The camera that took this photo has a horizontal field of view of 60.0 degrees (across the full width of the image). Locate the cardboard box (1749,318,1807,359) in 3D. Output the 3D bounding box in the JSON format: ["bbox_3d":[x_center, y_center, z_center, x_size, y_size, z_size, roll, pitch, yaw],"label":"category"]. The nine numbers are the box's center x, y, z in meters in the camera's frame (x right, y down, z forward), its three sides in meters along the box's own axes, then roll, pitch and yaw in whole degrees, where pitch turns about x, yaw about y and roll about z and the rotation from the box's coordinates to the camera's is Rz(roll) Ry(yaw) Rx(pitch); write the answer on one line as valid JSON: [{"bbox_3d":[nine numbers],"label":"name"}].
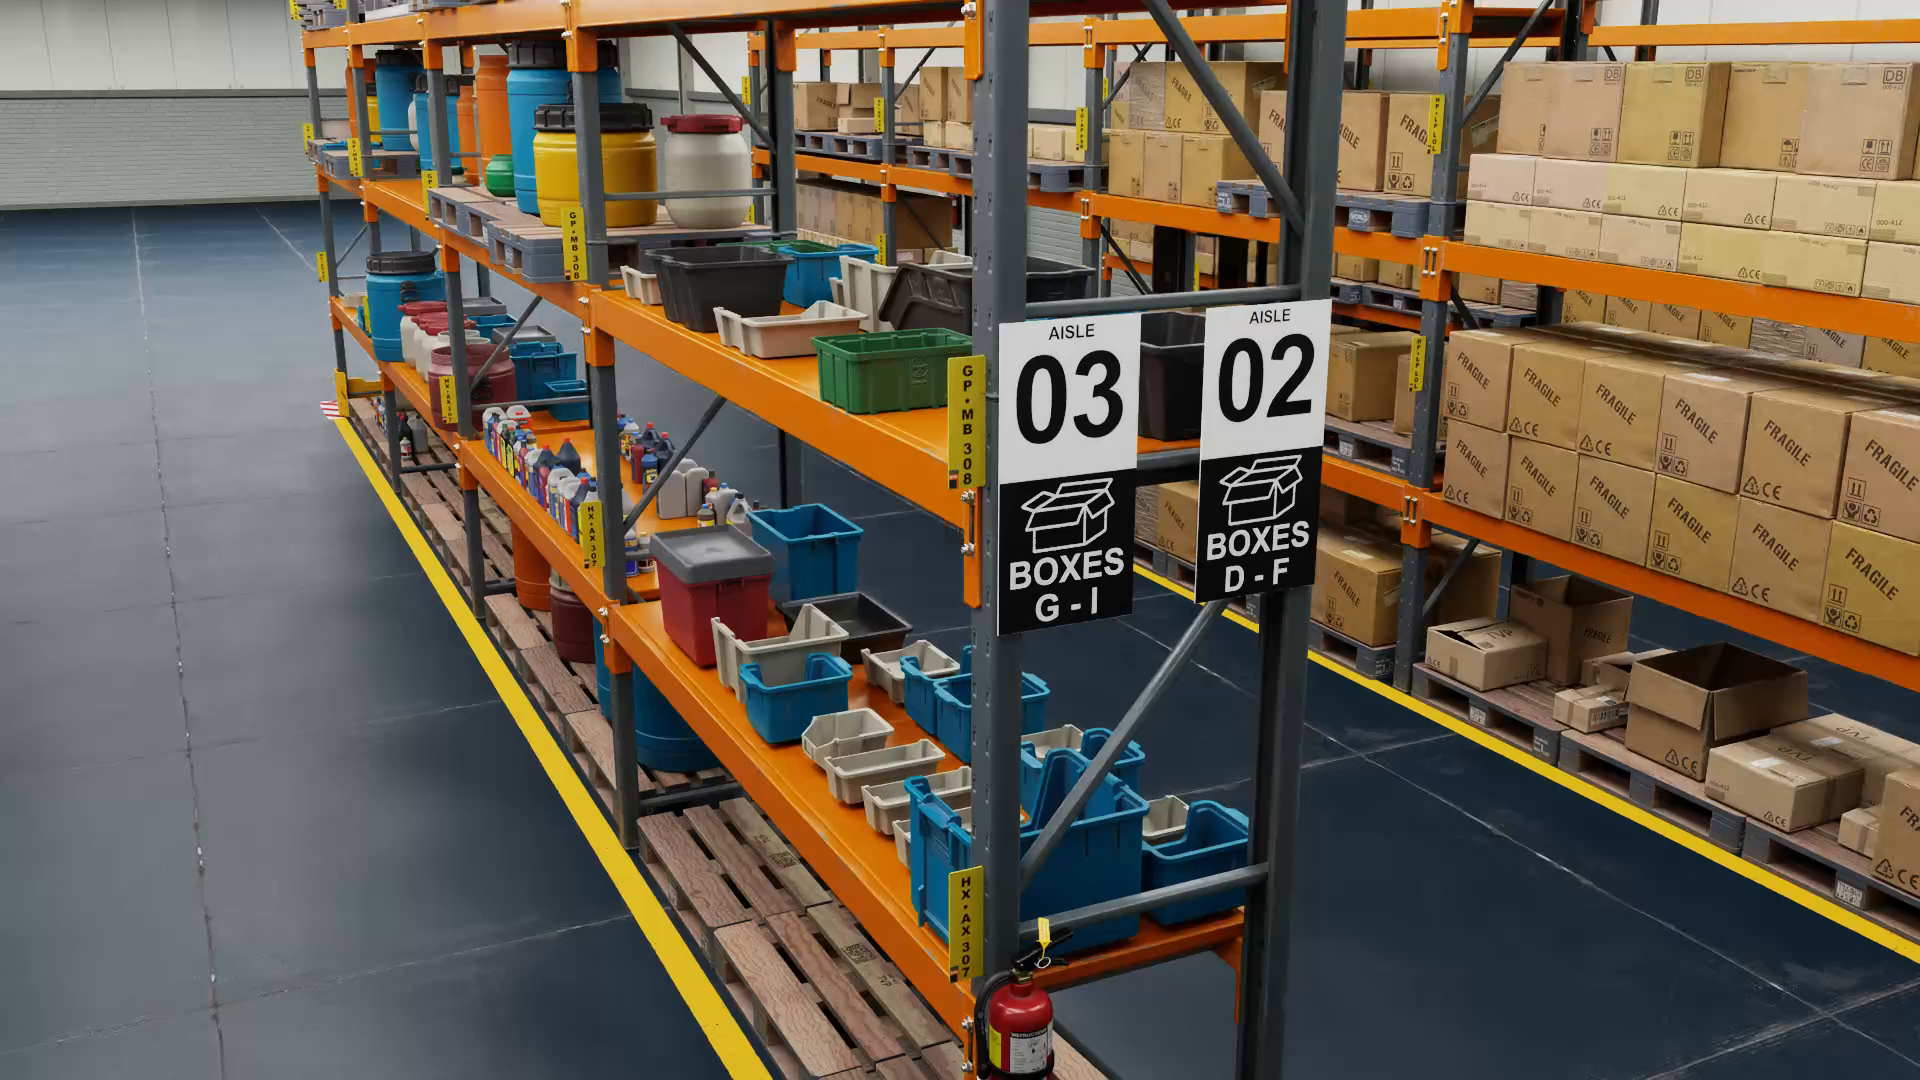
[{"bbox_3d":[6.784,-1.689,13.442,0.500,0.500,0.500,-8,18,-25],"label":"cardboard box"}]

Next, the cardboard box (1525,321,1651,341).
[{"bbox_3d":[3.660,-0.989,9.764,0.500,0.500,0.500,-8,18,-25],"label":"cardboard box"}]

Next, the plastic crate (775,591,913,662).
[{"bbox_3d":[-0.516,0.392,7.337,0.437,0.125,0.590,-8,18,-25],"label":"plastic crate"}]

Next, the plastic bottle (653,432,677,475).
[{"bbox_3d":[-1.768,-0.469,10.037,0.144,0.351,0.185,-8,18,-25],"label":"plastic bottle"}]

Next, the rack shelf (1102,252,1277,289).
[{"bbox_3d":[3.277,-3.287,21.073,1.077,0.370,4.000,-8,18,-25],"label":"rack shelf"}]

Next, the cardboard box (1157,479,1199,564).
[{"bbox_3d":[1.846,-0.154,12.585,0.500,0.500,0.500,-8,18,-26],"label":"cardboard box"}]

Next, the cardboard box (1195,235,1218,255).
[{"bbox_3d":[3.233,-3.764,20.307,0.500,0.500,0.500,-8,18,-26],"label":"cardboard box"}]

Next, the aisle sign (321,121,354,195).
[{"bbox_3d":[-6.800,-4.164,18.110,0.394,0.787,0.004,-8,18,-25],"label":"aisle sign"}]

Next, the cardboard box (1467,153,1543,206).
[{"bbox_3d":[3.196,-2.014,9.257,0.500,0.250,0.500,-8,18,-25],"label":"cardboard box"}]

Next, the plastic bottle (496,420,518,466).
[{"bbox_3d":[-2.899,-0.628,10.725,0.152,0.276,0.135,-8,18,-25],"label":"plastic bottle"}]

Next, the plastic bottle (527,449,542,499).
[{"bbox_3d":[-2.494,-0.398,9.926,0.152,0.276,0.135,-8,18,-25],"label":"plastic bottle"}]

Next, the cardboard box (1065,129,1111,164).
[{"bbox_3d":[1.204,-3.223,13.617,0.500,0.250,0.500,-9,18,-29],"label":"cardboard box"}]

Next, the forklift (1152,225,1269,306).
[{"bbox_3d":[2.497,-1.984,15.351,1.130,2.935,3.031,-8,18,-26],"label":"forklift"}]

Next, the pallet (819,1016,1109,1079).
[{"bbox_3d":[0.178,2.166,5.818,1.003,0.211,1.213,-8,18,-25],"label":"pallet"}]

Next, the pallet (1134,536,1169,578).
[{"bbox_3d":[1.747,-0.016,13.424,1.003,0.211,1.213,-8,18,-25],"label":"pallet"}]

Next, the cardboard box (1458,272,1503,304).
[{"bbox_3d":[5.421,-2.656,16.588,0.700,0.500,0.500,-10,19,-30],"label":"cardboard box"}]

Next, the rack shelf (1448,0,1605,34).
[{"bbox_3d":[4.082,-2.594,7.788,1.077,0.370,4.000,-8,18,-25],"label":"rack shelf"}]

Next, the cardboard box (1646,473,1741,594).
[{"bbox_3d":[3.853,-0.066,8.362,0.500,0.500,0.500,-8,18,-26],"label":"cardboard box"}]

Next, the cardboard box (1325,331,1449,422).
[{"bbox_3d":[2.841,-1.111,11.243,0.700,0.500,0.500,-5,17,-16],"label":"cardboard box"}]

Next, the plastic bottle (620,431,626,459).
[{"bbox_3d":[-2.177,-0.644,10.916,0.097,0.201,0.097,0,16,0],"label":"plastic bottle"}]

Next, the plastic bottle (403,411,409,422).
[{"bbox_3d":[-5.439,-1.117,16.333,0.061,0.283,0.133,-8,18,-25],"label":"plastic bottle"}]

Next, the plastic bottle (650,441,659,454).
[{"bbox_3d":[-1.854,-0.474,10.175,0.061,0.283,0.133,-8,18,-25],"label":"plastic bottle"}]

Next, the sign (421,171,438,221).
[{"bbox_3d":[-3.492,-2.272,10.980,0.100,0.325,0.005,-8,18,-25],"label":"sign"}]

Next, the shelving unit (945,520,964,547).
[{"bbox_3d":[0.023,-0.491,13.560,0.215,1.050,0.252,-8,18,-25],"label":"shelving unit"}]

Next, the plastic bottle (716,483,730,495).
[{"bbox_3d":[-1.295,-0.178,9.167,0.097,0.271,0.097,0,16,0],"label":"plastic bottle"}]

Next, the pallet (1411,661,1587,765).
[{"bbox_3d":[3.506,0.957,10.035,1.003,0.211,1.213,-8,18,-25],"label":"pallet"}]

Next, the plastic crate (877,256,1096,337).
[{"bbox_3d":[0.082,-0.789,5.736,0.504,0.338,0.767,-8,18,-25],"label":"plastic crate"}]

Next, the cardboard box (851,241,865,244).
[{"bbox_3d":[-0.950,-3.130,17.864,0.380,0.149,0.250,-8,18,-25],"label":"cardboard box"}]

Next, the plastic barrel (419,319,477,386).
[{"bbox_3d":[-4.020,-1.453,13.128,0.433,0.535,0.433,0,16,0],"label":"plastic barrel"}]

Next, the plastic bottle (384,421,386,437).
[{"bbox_3d":[-5.664,-1.126,16.512,0.097,0.201,0.097,0,16,0],"label":"plastic bottle"}]

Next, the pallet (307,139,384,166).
[{"bbox_3d":[-6.231,-4.066,17.386,1.003,0.211,1.213,-8,18,-25],"label":"pallet"}]

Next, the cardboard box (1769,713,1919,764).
[{"bbox_3d":[4.537,1.131,8.559,0.500,0.250,0.500,-8,18,-25],"label":"cardboard box"}]

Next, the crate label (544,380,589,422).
[{"bbox_3d":[-2.848,-1.018,12.162,0.303,0.233,0.416,-8,18,-25],"label":"crate label"}]

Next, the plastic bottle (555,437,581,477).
[{"bbox_3d":[-2.350,-0.446,9.957,0.144,0.351,0.185,-8,18,-25],"label":"plastic bottle"}]

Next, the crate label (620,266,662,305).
[{"bbox_3d":[-1.294,-1.115,7.239,0.293,0.136,0.466,-8,18,-25],"label":"crate label"}]

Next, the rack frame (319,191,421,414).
[{"bbox_3d":[-6.505,-2.932,18.530,1.000,3.000,0.127,-8,18,-25],"label":"rack frame"}]

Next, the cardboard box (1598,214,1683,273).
[{"bbox_3d":[3.630,-1.525,8.460,0.500,0.250,0.500,-8,18,-25],"label":"cardboard box"}]

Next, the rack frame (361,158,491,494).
[{"bbox_3d":[-4.753,-1.940,15.074,1.000,3.000,0.127,-8,18,-25],"label":"rack frame"}]

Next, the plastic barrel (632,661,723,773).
[{"bbox_3d":[-1.471,0.713,8.870,0.600,0.901,0.708,-8,18,-25],"label":"plastic barrel"}]

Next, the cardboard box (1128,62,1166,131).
[{"bbox_3d":[1.639,-3.408,12.755,0.500,0.500,0.500,-8,18,-25],"label":"cardboard box"}]

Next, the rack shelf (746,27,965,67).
[{"bbox_3d":[-1.175,-5.379,18.211,1.077,0.370,4.000,-8,18,-25],"label":"rack shelf"}]

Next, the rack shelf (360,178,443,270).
[{"bbox_3d":[-3.877,-2.540,13.031,1.077,0.370,4.000,-8,18,-25],"label":"rack shelf"}]

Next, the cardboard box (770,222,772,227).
[{"bbox_3d":[-2.073,-3.766,20.079,0.380,0.149,0.250,-8,18,-25],"label":"cardboard box"}]

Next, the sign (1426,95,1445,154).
[{"bbox_3d":[2.709,-2.366,9.468,0.100,0.325,0.005,-8,18,-25],"label":"sign"}]

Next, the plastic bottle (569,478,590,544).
[{"bbox_3d":[-2.026,-0.167,8.984,0.144,0.351,0.185,-8,18,-25],"label":"plastic bottle"}]

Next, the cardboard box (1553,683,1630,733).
[{"bbox_3d":[3.583,0.940,9.377,0.380,0.166,0.250,-8,18,-25],"label":"cardboard box"}]

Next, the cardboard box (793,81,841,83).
[{"bbox_3d":[-1.803,-5.147,19.609,0.797,0.503,0.637,-6,17,-21],"label":"cardboard box"}]

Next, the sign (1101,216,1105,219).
[{"bbox_3d":[1.913,-4.480,22.354,0.100,0.325,0.005,-8,18,-25],"label":"sign"}]

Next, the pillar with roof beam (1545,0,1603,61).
[{"bbox_3d":[2.243,-4.936,14.636,9.100,9.000,0.400,-8,18,-25],"label":"pillar with roof beam"}]

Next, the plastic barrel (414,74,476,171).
[{"bbox_3d":[-4.335,-3.523,14.243,0.600,0.901,0.708,-8,18,-25],"label":"plastic barrel"}]

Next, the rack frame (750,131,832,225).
[{"bbox_3d":[-2.051,-3.530,20.612,1.000,3.000,0.127,-8,18,-25],"label":"rack frame"}]

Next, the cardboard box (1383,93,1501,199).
[{"bbox_3d":[3.052,-2.428,10.211,0.600,0.600,0.600,-10,19,-30],"label":"cardboard box"}]

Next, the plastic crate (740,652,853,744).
[{"bbox_3d":[-0.626,0.609,6.386,0.416,0.233,0.300,-8,18,-25],"label":"plastic crate"}]

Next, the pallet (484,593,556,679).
[{"bbox_3d":[-2.618,0.582,11.338,1.003,0.211,1.213,-8,18,-25],"label":"pallet"}]

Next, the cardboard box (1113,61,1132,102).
[{"bbox_3d":[2.351,-5.984,21.698,0.500,0.500,0.500,-9,18,-29],"label":"cardboard box"}]

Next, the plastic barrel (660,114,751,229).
[{"bbox_3d":[-1.254,-1.826,8.231,0.433,0.535,0.433,0,16,0],"label":"plastic barrel"}]
